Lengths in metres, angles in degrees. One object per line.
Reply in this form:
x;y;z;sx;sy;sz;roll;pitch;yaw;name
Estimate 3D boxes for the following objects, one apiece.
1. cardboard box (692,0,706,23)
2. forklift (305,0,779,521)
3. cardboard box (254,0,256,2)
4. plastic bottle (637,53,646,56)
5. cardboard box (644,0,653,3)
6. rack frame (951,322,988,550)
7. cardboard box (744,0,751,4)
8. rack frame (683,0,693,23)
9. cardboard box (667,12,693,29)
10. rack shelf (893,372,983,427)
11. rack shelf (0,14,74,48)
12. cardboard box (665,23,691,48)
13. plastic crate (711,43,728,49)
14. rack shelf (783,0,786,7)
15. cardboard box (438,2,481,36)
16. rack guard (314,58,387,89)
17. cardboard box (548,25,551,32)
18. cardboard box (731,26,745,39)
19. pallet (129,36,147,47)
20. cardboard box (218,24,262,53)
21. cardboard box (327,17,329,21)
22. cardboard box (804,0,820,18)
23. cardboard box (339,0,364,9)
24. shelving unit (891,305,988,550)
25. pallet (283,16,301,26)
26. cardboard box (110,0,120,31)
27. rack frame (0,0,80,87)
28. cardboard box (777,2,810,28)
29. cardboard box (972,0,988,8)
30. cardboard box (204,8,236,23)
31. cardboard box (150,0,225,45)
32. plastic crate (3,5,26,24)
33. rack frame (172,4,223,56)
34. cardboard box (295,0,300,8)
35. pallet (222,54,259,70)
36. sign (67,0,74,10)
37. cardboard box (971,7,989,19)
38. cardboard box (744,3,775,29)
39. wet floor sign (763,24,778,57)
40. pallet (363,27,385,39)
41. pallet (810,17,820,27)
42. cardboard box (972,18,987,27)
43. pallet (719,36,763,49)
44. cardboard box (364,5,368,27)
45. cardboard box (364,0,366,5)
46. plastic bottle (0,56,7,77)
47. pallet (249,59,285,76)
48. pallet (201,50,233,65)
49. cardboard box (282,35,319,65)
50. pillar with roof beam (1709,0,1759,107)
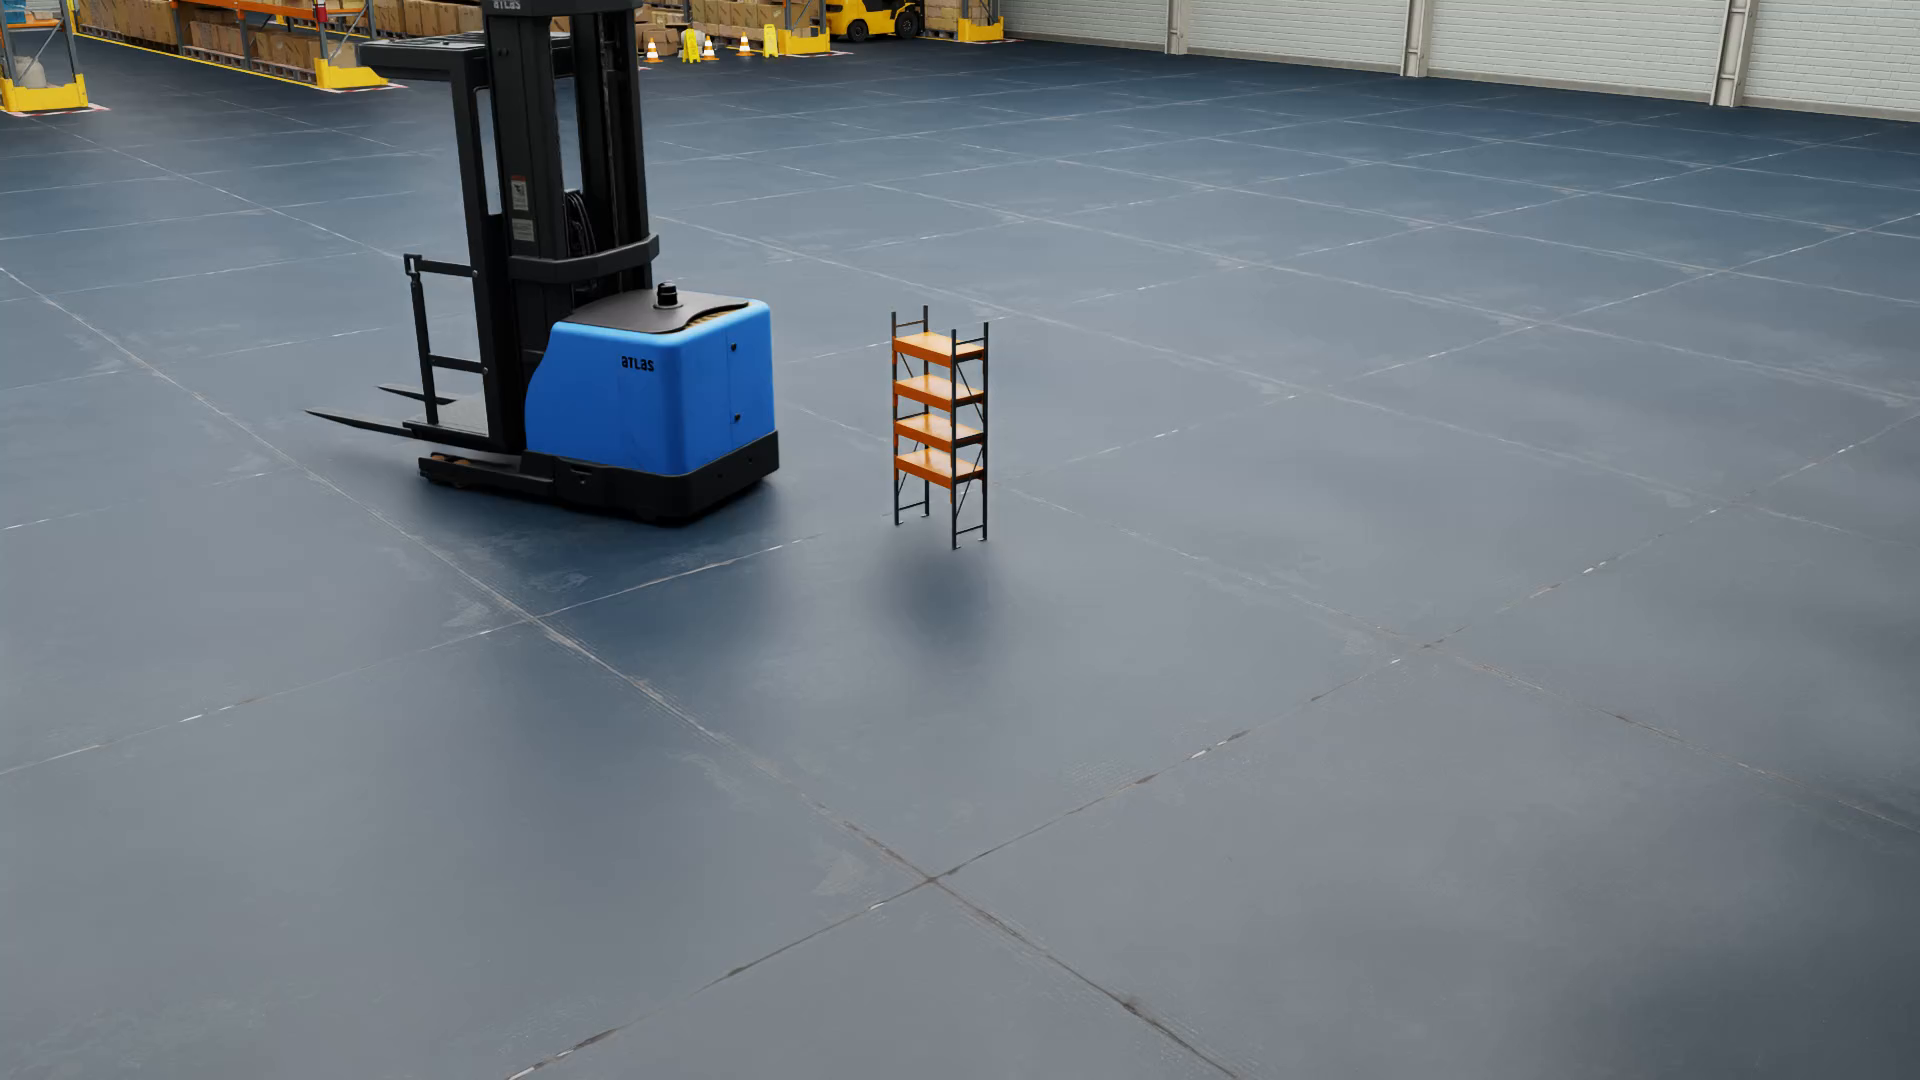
-5.719;-11.991;37.653;0.500;0.500;0.500;-16;26;-35;cardboard box
-2.623;-1.828;9.631;3.031;2.935;1.130;11;24;25;forklift
-12.987;-10.146;31.119;0.380;0.149;0.250;-17;27;-37;cardboard box
-6.760;-10.225;35.005;0.283;0.061;0.133;12;24;27;plastic bottle
-8.850;-15.877;48.260;0.500;0.500;0.500;-17;27;-36;cardboard box
0.051;-0.537;8.710;0.240;1.200;0.015;-17;27;-37;rack frame
-4.462;-11.731;36.098;0.380;0.149;0.250;-17;27;-37;cardboard box
-5.900;-12.954;37.945;1.000;3.000;0.127;-17;27;-37;rack frame
-6.244;-12.071;38.717;0.950;0.372;0.625;-17;27;-37;cardboard box
-0.108;-0.750;8.825;0.258;0.148;0.480;-17;27;-37;rack shelf
-15.854;-8.529;27.632;1.077;0.370;4.000;-17;27;-37;rack shelf
-6.231;-11.172;36.818;0.500;0.500;0.500;0;21;-1;cardboard box
-5.496;-10.966;36.872;0.583;0.080;0.402;12;24;27;plastic crate
-4.594;-12.067;36.666;1.077;0.370;4.000;-17;27;-37;rack shelf
-10.684;-11.314;36.265;1.050;0.750;0.750;-17;27;-37;cardboard box
-10.846;-8.347;29.610;1.175;0.500;0.348;-17;27;-37;rack guard
-8.042;-10.263;33.412;0.875;0.875;0.875;-18;28;-38;cardboard box
-4.698;-11.212;36.691;0.500;0.250;0.500;-19;28;-39;cardboard box
-18.069;-11.312;37.575;1.003;0.211;1.213;-17;27;-37;pallet
-14.455;-10.102;33.486;0.500;0.500;0.700;20;29;41;cardboard box
-15.648;-13.003;41.403;0.380;0.149;0.250;-19;28;-39;cardboard box
-3.484;-13.792;42.764;0.875;0.625;0.625;-19;28;-40;cardboard box
-10.802;-9.509;29.492;0.380;0.149;0.250;-17;27;-37;cardboard box
-0.108;-0.604;8.882;0.258;1.200;0.503;-17;27;-37;shelving unit
-16.864;-13.511;43.191;1.003;0.211;1.213;-17;27;-37;pallet
-19.000;-12.213;38.390;0.875;0.875;0.875;-17;27;-37;cardboard box
-14.549;-8.311;26.090;1.000;3.000;0.127;-17;27;-37;rack frame
-3.622;-11.409;36.165;0.500;0.500;0.500;-19;28;-39;cardboard box
0.299;-12.590;38.840;0.500;0.250;0.500;-18;28;-38;cardboard box
-15.204;-10.768;34.160;0.500;0.250;0.500;-14;25;-32;cardboard box
-16.453;-11.102;35.554;1.225;0.875;0.875;-19;28;-40;cardboard box
-15.102;-8.309;26.289;0.499;0.251;0.616;-17;27;-37;plastic crate
-16.018;-11.700;34.744;1.000;3.000;0.127;-17;27;-37;rack frame
-11.655;-9.601;29.730;0.380;0.149;0.250;-17;27;-37;cardboard box
-13.917;-9.512;32.979;1.003;0.211;1.213;-17;27;-37;pallet
-14.129;-8.570;26.371;0.100;0.325;0.005;-17;27;-37;sign
0.319;-12.359;38.935;0.500;0.250;0.500;-17;27;-36;cardboard box
-4.353;-11.416;36.185;0.500;0.500;0.500;-16;27;-36;cardboard box
-3.976;-10.446;34.769;0.267;0.644;0.232;-8;23;-19;wet floor sign
-13.496;-12.108;39.608;1.003;0.211;1.213;-17;27;-37;pallet
-3.453;-13.370;42.830;1.003;0.211;1.213;-17;27;-37;pallet
0.297;-12.129;39.034;0.500;0.250;0.500;-17;27;-37;cardboard box
-4.634;-11.142;37.141;1.003;0.211;1.213;-17;27;-37;pallet
-13.826;-12.435;39.472;0.500;0.500;0.500;-17;27;-37;cardboard box
-13.845;-12.784;39.333;0.500;0.250;0.500;-16;27;-35;cardboard box
-16.630;-8.244;28.948;0.144;0.351;0.185;-17;27;-37;plastic bottle
-12.942;-9.120;31.978;1.003;0.211;1.213;-17;27;-37;pallet
-14.717;-9.849;33.840;1.003;0.211;1.213;-17;27;-37;pallet
-12.332;-9.198;31.205;0.500;0.500;0.500;19;29;40;cardboard box
9.185;-10.234;22.775;9.100;9.000;0.400;-17;27;-37;pillar with roof beam
